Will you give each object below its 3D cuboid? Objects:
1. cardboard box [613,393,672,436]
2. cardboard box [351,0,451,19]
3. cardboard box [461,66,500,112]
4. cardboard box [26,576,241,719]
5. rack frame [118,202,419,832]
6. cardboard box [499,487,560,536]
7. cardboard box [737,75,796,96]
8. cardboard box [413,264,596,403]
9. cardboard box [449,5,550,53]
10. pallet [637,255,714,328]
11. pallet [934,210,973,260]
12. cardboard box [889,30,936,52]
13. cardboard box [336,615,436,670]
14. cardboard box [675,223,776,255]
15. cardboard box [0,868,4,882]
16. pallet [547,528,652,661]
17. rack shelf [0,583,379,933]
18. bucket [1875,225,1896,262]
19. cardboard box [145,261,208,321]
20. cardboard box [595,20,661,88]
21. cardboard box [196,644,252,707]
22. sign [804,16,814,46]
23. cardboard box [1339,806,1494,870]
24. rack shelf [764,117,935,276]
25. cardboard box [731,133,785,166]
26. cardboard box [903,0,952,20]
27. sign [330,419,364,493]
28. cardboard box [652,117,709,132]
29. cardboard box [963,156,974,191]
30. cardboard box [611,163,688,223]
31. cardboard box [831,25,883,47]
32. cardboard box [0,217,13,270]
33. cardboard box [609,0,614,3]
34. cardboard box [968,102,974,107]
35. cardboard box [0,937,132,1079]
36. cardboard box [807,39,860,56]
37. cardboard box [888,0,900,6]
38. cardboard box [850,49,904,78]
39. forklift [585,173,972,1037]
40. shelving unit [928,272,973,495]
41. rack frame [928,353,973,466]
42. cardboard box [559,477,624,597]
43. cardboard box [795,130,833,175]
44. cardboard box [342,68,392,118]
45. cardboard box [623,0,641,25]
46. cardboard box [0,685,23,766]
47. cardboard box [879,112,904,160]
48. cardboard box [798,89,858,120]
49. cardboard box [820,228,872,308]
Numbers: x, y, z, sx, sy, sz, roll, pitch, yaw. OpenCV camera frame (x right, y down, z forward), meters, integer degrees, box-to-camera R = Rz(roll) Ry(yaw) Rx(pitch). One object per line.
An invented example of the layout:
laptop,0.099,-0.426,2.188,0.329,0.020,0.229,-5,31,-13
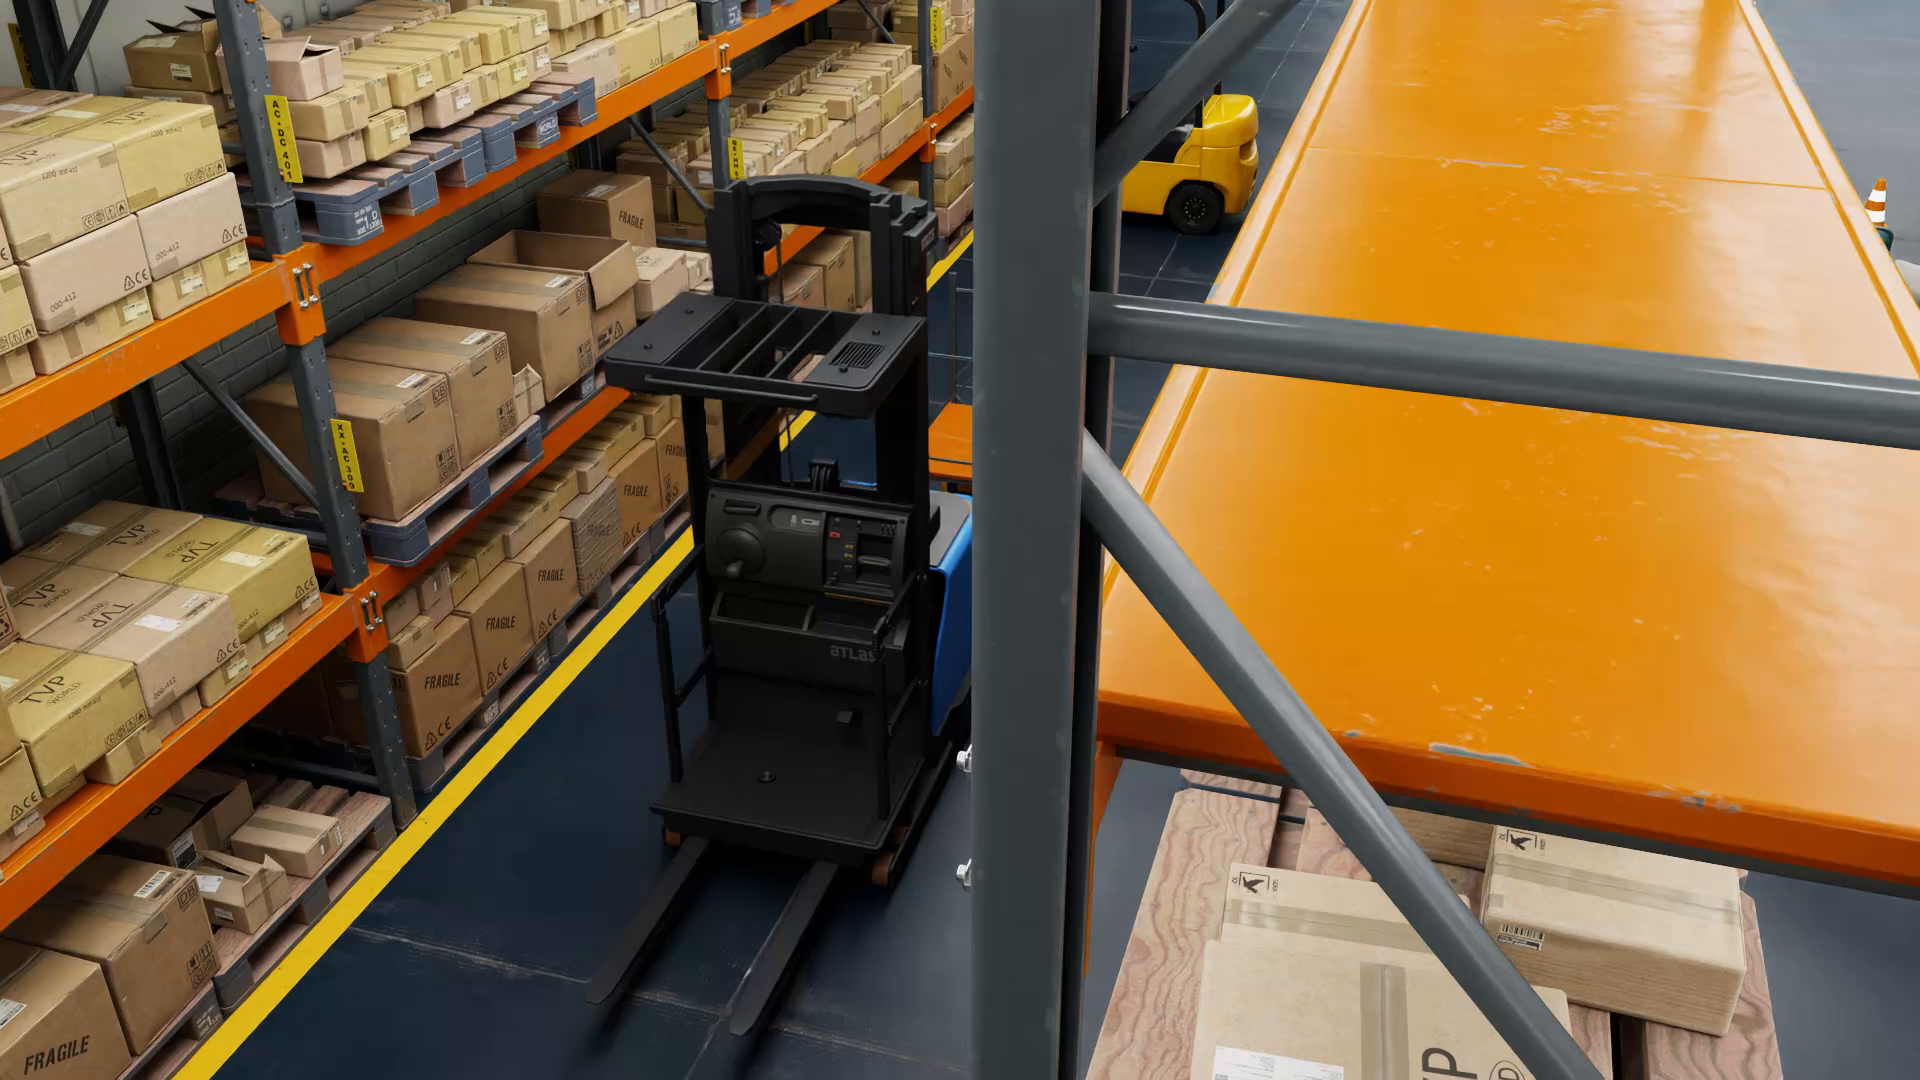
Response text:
cardboard box,-1.966,-0.765,10.011,0.380,0.149,0.250,7,30,13
cardboard box,-2.664,-2.478,7.951,0.380,0.149,0.250,9,30,16
cardboard box,-2.302,-2.029,7.451,0.380,0.149,0.250,8,30,14
cardboard box,-3.117,0.398,6.297,0.500,0.250,0.500,9,30,15
rack frame,-3.068,-0.044,7.244,1.000,3.000,0.127,8,30,15
cardboard box,-2.385,-0.163,8.930,0.380,0.149,0.250,10,30,17
cardboard box,-1.452,-3.371,12.455,0.380,0.149,0.250,8,30,14
cardboard box,-2.330,-1.069,8.552,0.700,0.500,0.500,8,30,15
cardboard box,-2.165,-2.403,7.815,0.380,0.149,0.250,9,30,15
pallet,-2.025,-1.494,10.048,1.213,0.211,1.003,8,30,15
pallet,-0.446,-2.907,15.258,1.003,0.211,1.213,8,30,15
cardboard box,-0.375,-4.200,13.943,0.380,0.149,0.250,8,30,14
cardboard box,-2.708,0.453,7.823,0.380,0.149,0.250,10,31,17
cardboard box,-1.530,-2.009,10.930,0.500,0.250,0.500,9,30,15
cardboard box,-3.400,1.094,5.456,0.380,0.149,0.250,9,30,16
pallet,-2.509,0.222,9.633,1.003,0.211,1.213,8,30,15
rack shelf,-3.655,1.200,5.748,1.077,0.370,4.000,8,30,15
bucket,6.624,-2.022,12.603,0.726,0.611,0.620,20,45,32
cardboard box,-2.966,-0.922,5.996,0.380,0.149,0.250,8,30,15
cardboard box,-1.959,-2.641,8.981,0.500,0.250,0.500,9,30,15
cardboard box,-3.029,0.498,6.527,0.380,0.149,0.250,9,30,16
sign,-1.251,-4.253,13.838,0.100,0.325,0.005,8,30,15
cardboard box,0.992,0.334,3.036,0.500,0.311,0.500,9,30,16
rack shelf,-1.307,-2.518,12.431,1.077,0.370,4.000,8,30,15
cardboard box,-1.390,-2.583,11.038,0.380,0.149,0.250,9,30,16
cardboard box,-0.286,-4.579,14.319,0.380,0.149,0.250,8,30,14
sign,-2.547,-0.348,6.900,0.100,0.325,0.005,8,30,15
cardboard box,-1.882,-2.783,11.398,0.380,0.149,0.250,8,30,14
cardboard box,-0.136,-3.377,15.118,0.500,0.250,0.500,8,30,15
cardboard box,-2.027,-2.304,10.946,0.500,0.250,0.500,9,30,16
cardboard box,-0.871,-4.275,14.079,0.380,0.149,0.250,8,30,15
cardboard box,-3.283,-0.897,5.026,0.500,0.250,0.500,9,30,16
cardboard box,-2.035,-2.900,8.731,0.380,0.149,0.250,8,30,14
cardboard box,0.179,-4.073,15.853,0.500,0.250,0.500,8,30,14
cardboard box,-3.433,1.830,6.014,0.500,0.500,0.500,9,30,16
cardboard box,-1.028,-3.956,13.506,0.380,0.149,0.250,8,30,14
cardboard box,-0.736,-4.646,14.440,0.380,0.149,0.250,8,30,14
cardboard box,-0.666,-3.776,13.182,0.380,0.149,0.250,8,30,14
forklift,-0.736,0.063,7.121,1.130,2.935,3.031,8,30,14
shelving unit,0.022,-0.691,9.949,0.587,1.500,1.083,8,30,15
rack frame,-0.124,-0.459,9.532,0.500,1.500,0.032,8,30,15
cardboard box,-2.255,-0.048,9.390,0.500,0.500,0.500,7,30,13
cardboard box,-1.211,-2.700,11.659,0.500,0.250,0.500,8,30,14
cardboard box,-2.551,-1.813,6.755,0.380,0.149,0.250,9,30,16
cardboard box,-1.964,-2.887,9.013,0.380,0.149,0.250,9,30,16
cardboard box,-3.411,0.553,5.247,0.500,0.500,0.500,9,30,16
cardboard box,-0.760,-3.190,13.054,0.500,0.250,0.500,8,30,15
cardboard box,-0.958,-3.166,12.086,0.380,0.149,0.250,8,30,14
cardboard box,-1.097,-2.304,13.317,0.875,0.625,0.625,8,30,14
